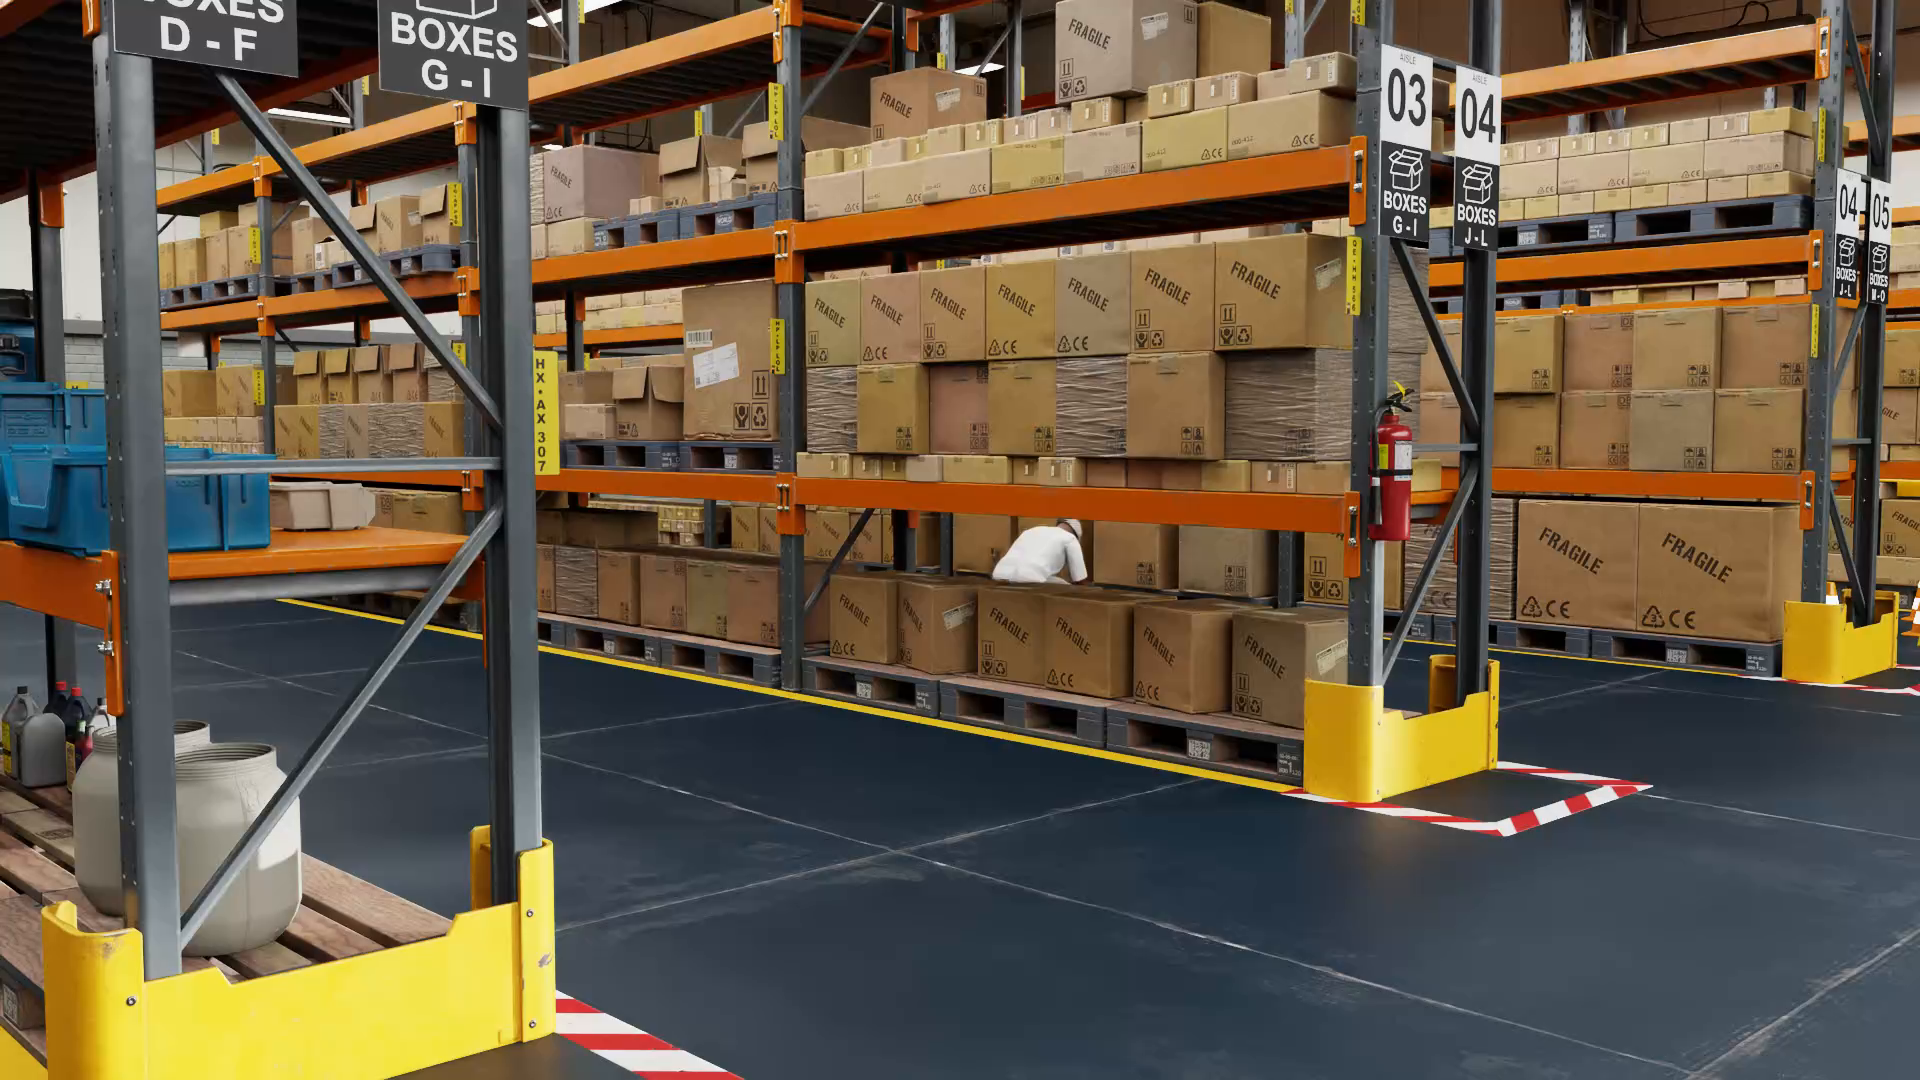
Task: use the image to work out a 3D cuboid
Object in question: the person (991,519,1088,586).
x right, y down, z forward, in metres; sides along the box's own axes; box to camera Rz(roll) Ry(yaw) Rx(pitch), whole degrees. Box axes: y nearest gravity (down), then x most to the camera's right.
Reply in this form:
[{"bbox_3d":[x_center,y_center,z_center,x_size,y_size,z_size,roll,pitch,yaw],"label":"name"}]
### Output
[{"bbox_3d":[0.614,0.293,12.543,0.897,0.926,0.569,-4,5,-44],"label":"person"}]
